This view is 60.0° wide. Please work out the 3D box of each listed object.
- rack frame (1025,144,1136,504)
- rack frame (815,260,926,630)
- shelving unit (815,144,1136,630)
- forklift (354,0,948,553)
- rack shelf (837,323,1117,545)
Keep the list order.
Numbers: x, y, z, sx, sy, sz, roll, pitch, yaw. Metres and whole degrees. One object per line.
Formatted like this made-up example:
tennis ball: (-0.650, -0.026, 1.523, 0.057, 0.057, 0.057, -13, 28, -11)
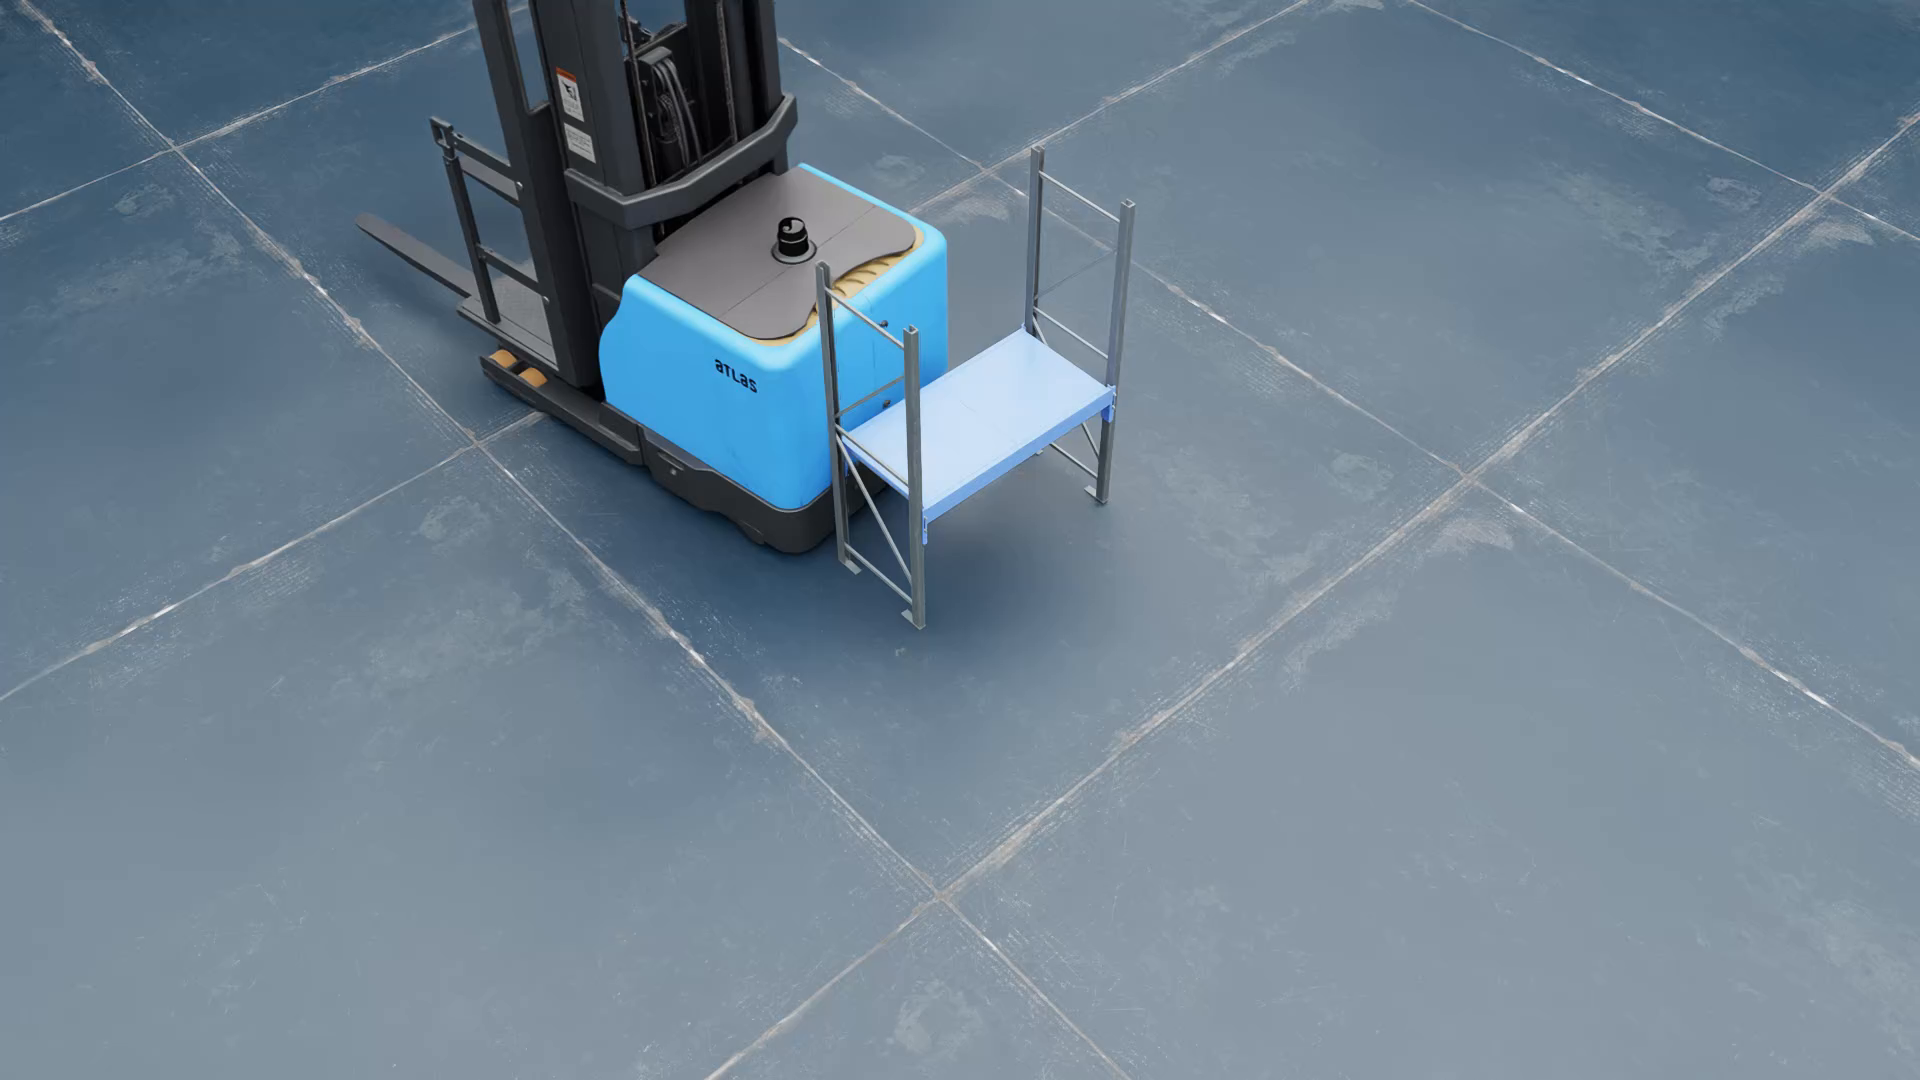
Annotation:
rack frame: (0.439, -0.802, 6.523, 0.032, 1.500, 0.500, -34, 56, -27)
rack frame: (-0.313, -0.299, 6.059, 0.032, 1.500, 0.500, -34, 56, -27)
shelving unit: (0.063, -0.551, 6.291, 1.048, 1.500, 0.538, -34, 56, -27)
forklift: (-1.498, -1.860, 6.525, 3.031, 2.935, 1.130, 31, 54, 25)
rack shelf: (0.063, -0.429, 6.423, 1.000, 0.185, 0.538, -34, 56, -27)
